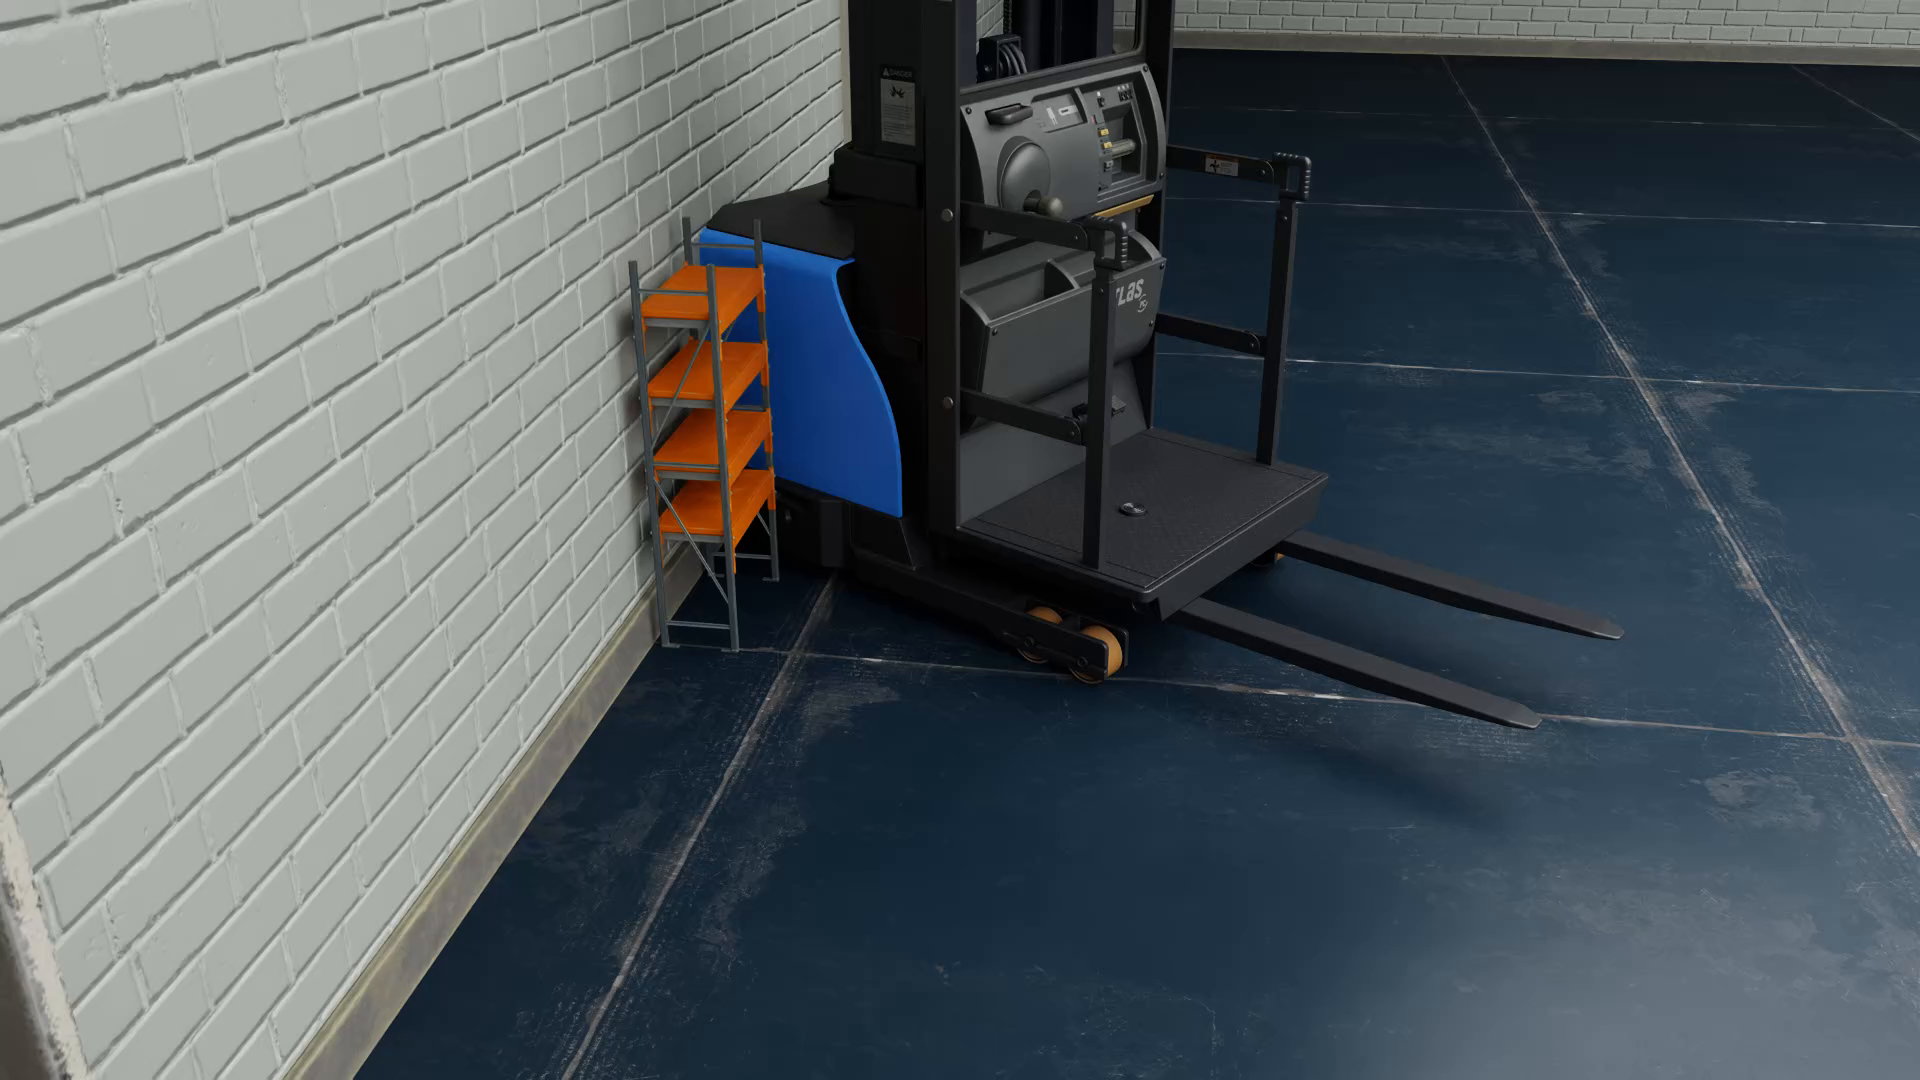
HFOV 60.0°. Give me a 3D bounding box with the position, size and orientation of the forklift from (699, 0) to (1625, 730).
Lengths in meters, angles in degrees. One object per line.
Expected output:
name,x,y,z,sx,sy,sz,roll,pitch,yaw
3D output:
forklift,0.485,-1.162,4.775,3.031,2.935,1.130,19,31,35

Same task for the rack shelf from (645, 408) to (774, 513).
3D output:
rack shelf,-0.751,-0.254,5.036,0.258,0.148,0.480,4,25,8

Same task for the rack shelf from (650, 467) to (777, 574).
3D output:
rack shelf,-0.751,-0.074,5.120,0.258,0.148,0.480,4,25,8

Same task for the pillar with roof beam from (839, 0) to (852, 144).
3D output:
pillar with roof beam,3.920,-4.712,5.201,9.100,9.000,0.400,4,25,9

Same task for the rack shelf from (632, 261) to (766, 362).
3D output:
rack shelf,-0.751,-0.671,4.841,0.258,0.148,0.480,4,25,8

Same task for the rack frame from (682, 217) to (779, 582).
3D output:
rack frame,-0.714,-0.417,5.226,0.240,1.200,0.015,4,25,8

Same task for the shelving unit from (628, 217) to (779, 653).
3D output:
shelving unit,-0.751,-0.315,5.007,0.258,1.200,0.503,4,25,8

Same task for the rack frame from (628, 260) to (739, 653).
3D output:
rack frame,-0.787,-0.213,4.789,0.240,1.200,0.015,4,25,8

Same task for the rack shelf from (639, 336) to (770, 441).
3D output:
rack shelf,-0.751,-0.457,4.941,0.258,0.148,0.480,4,25,8
